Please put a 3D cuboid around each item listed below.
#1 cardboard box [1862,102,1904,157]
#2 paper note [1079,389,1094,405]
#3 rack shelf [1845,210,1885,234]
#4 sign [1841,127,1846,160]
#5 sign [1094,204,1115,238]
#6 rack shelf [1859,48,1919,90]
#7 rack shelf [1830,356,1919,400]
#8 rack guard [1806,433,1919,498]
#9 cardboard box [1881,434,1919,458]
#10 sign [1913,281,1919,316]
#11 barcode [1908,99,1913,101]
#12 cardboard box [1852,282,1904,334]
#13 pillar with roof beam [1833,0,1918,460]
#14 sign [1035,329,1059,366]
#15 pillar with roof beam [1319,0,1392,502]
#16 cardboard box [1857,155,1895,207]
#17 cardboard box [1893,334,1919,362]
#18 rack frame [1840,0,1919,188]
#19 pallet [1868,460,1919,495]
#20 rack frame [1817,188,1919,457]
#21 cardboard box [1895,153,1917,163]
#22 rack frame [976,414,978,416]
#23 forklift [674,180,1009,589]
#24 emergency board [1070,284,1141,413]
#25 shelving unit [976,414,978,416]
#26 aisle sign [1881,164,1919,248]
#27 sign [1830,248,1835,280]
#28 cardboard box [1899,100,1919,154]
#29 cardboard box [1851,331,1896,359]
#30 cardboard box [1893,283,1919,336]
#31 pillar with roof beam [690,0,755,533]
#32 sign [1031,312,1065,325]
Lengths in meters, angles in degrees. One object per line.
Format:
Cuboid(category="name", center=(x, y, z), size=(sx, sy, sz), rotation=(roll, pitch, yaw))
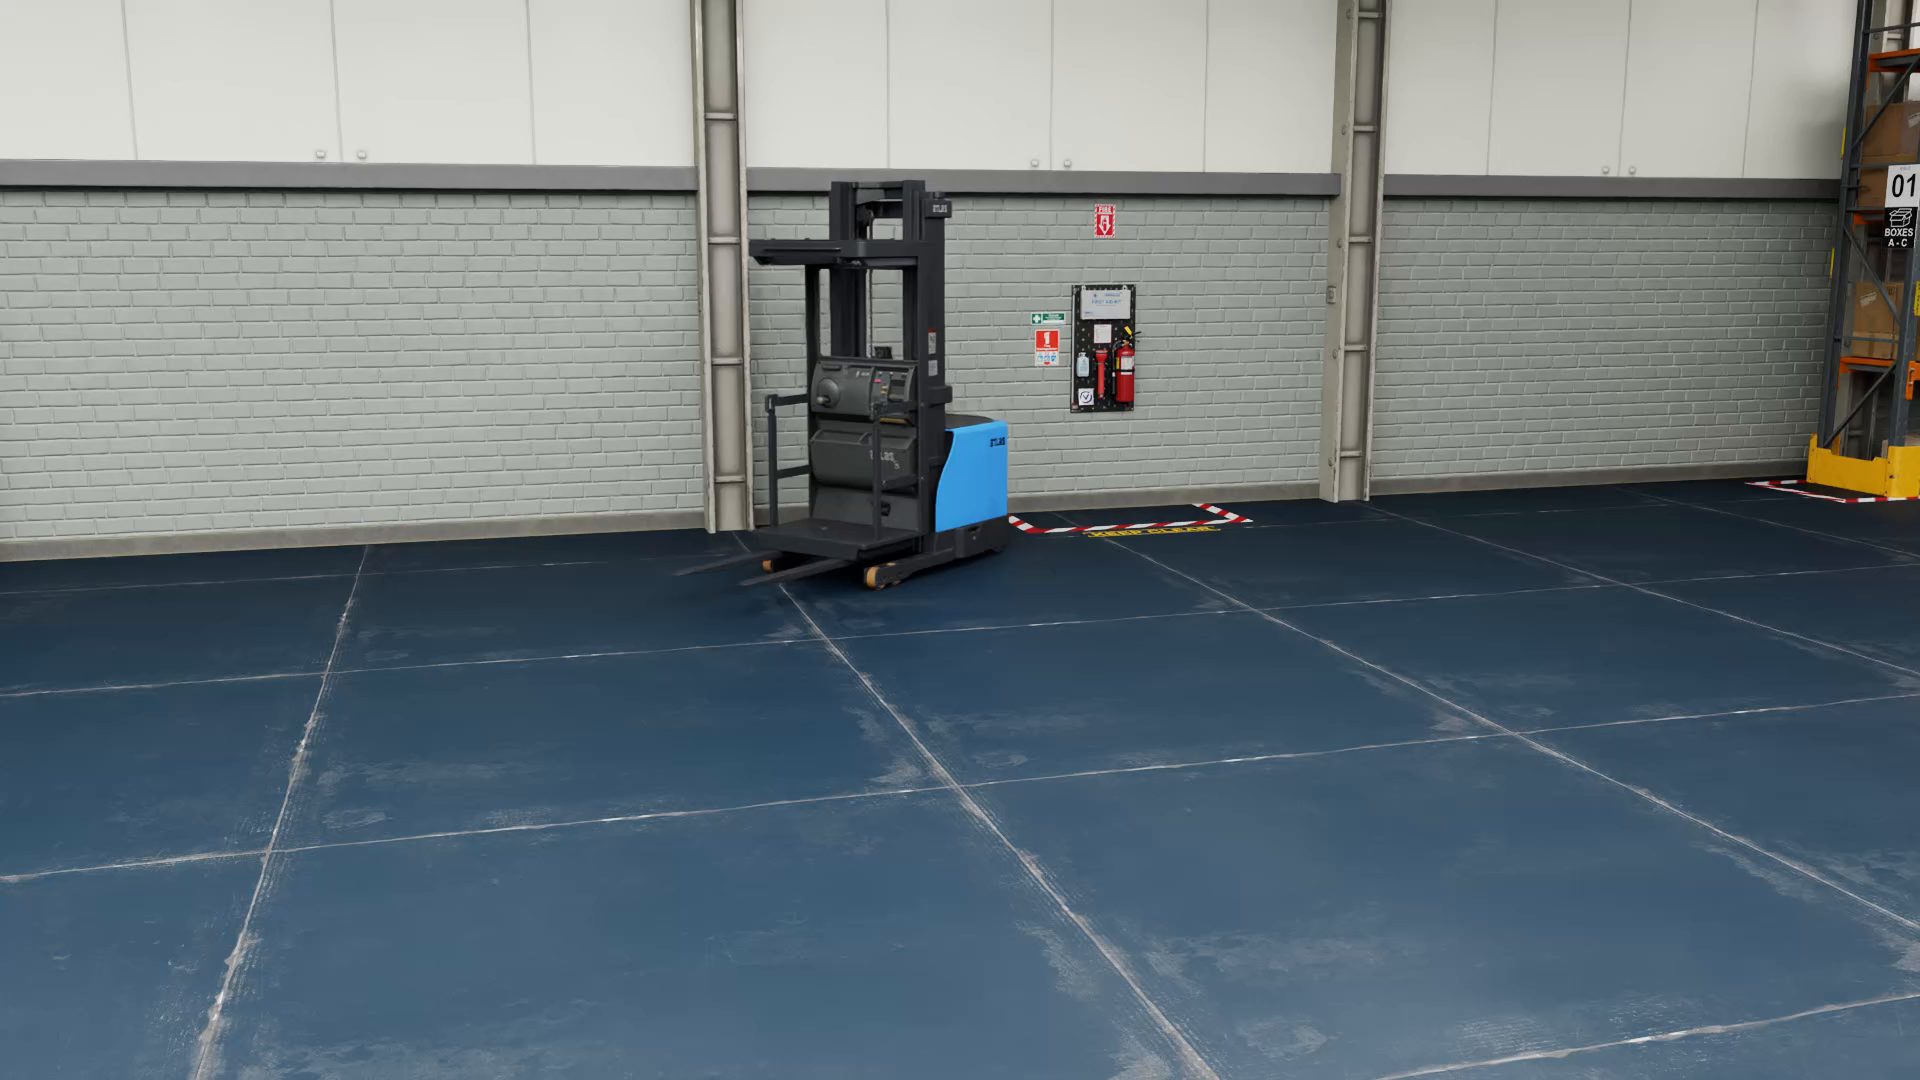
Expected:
Cuboid(category="cardboard box", center=(9.413, -4.086, 16.578), size=(0.500, 0.500, 0.500), rotation=(-3, 11, -13))
Cuboid(category="paper note", center=(1.169, -1.326, 15.399), size=(0.142, 0.148, 0.016), rotation=(-3, 11, -16))
Cuboid(category="rack shelf", center=(10.992, -3.215, 16.929), size=(4.000, 0.370, 1.077), rotation=(-3, 11, -16))
Cuboid(category="sign", center=(8.936, -4.001, 16.764), size=(0.005, 0.325, 0.100), rotation=(-3, 11, -16))
Cuboid(category="sign", center=(1.322, -2.913, 15.184), size=(0.199, 0.298, 0.001), rotation=(-3, 11, -16))
Cuboid(category="rack shelf", center=(10.992, -4.689, 16.658), size=(4.000, 0.370, 1.077), rotation=(-3, 11, -16))
Cuboid(category="rack shelf", center=(10.992, -1.740, 17.201), size=(4.000, 0.370, 1.077), rotation=(-3, 11, -16))
Cuboid(category="rack guard", center=(9.145, -0.767, 16.833), size=(0.348, 0.500, 1.175), rotation=(-3, 11, -16))
Cuboid(category="cardboard box", center=(9.761, -0.906, 16.895), size=(0.500, 0.311, 0.500), rotation=(-4, 11, -22))
Cuboid(category="sign", center=(9.224, -2.324, 15.995), size=(0.005, 0.325, 0.100), rotation=(-3, 11, -16))
Cuboid(category="barcode", center=(9.614, -4.427, 16.828), size=(0.075, 0.075, 0.001), rotation=(-3, 11, -16))
Cuboid(category="cardboard box", center=(9.465, -2.358, 16.860), size=(0.500, 0.500, 0.500), rotation=(-3, 11, -17))
Cuboid(category="pillar with roof beam", center=(10.706, -4.381, 12.987), size=(0.400, 9.000, 9.100), rotation=(-3, 11, -16))
Cuboid(category="sign", center=(0.798, -1.764, 15.245), size=(0.234, 0.329, 0.001), rotation=(-3, 11, -16))
Cuboid(category="pillar with roof beam", center=(4.945, -4.077, 11.337), size=(0.400, 9.000, 9.100), rotation=(-3, 11, -16))
Cuboid(category="cardboard box", center=(9.402, -3.592, 16.657), size=(0.500, 0.500, 0.500), rotation=(-2, 11, -12))
Cuboid(category="cardboard box", center=(9.629, -1.898, 16.432), size=(0.500, 0.250, 0.500), rotation=(-3, 11, -18))
Cuboid(category="rack frame", center=(9.072, -4.943, 16.043), size=(0.127, 3.000, 1.000), rotation=(-3, 11, -16))
Cuboid(category="pallet", center=(9.935, -0.660, 17.049), size=(1.213, 0.211, 1.003), rotation=(-3, 11, -16))
Cuboid(category="rack frame", center=(9.072, -1.993, 16.586), size=(0.127, 3.000, 1.000), rotation=(-3, 11, -16))
Cuboid(category="cardboard box", center=(9.463, -3.500, 16.159), size=(0.500, 0.500, 0.500), rotation=(-3, 11, -14))
Cuboid(category="rack frame", center=(0.169, -0.525, 14.000), size=(0.008, 1.050, 0.200), rotation=(-3, 11, -16))
Cuboid(category="forklift", center=(-0.854, -1.179, 12.356), size=(1.130, 2.935, 3.031), rotation=(7, 13, 34))
Cuboid(category="emergency board", center=(1.358, -1.756, 15.302), size=(0.643, 1.169, 0.194), rotation=(-3, 11, -16))
Cuboid(category="shelving unit", center=(0.051, -0.519, 13.966), size=(0.252, 1.050, 0.215), rotation=(-3, 11, -16))
Cuboid(category="aisle sign", center=(9.087, -3.215, 16.047), size=(0.004, 0.787, 0.394), rotation=(-3, 11, -16))
Cuboid(category="sign", center=(8.936, -2.815, 16.982), size=(0.005, 0.325, 0.100), rotation=(-3, 11, -16))
Cuboid(category="cardboard box", center=(9.510, -3.996, 16.089), size=(0.500, 0.500, 0.500), rotation=(-4, 11, -20))
Cuboid(category="cardboard box", center=(9.467, -1.986, 16.909), size=(0.500, 0.250, 0.500), rotation=(-3, 11, -15))
Cuboid(category="cardboard box", center=(9.614, -2.269, 16.377), size=(0.500, 0.500, 0.500), rotation=(-3, 11, -16))
Cuboid(category="pillar with roof beam", center=(-0.816, -3.773, 9.688), size=(0.400, 9.000, 9.100), rotation=(-3, 11, -16))
Cuboid(category="sign", center=(0.805, -2.023, 15.189), size=(0.331, 0.109, 0.001), rotation=(-3, 11, -16))
